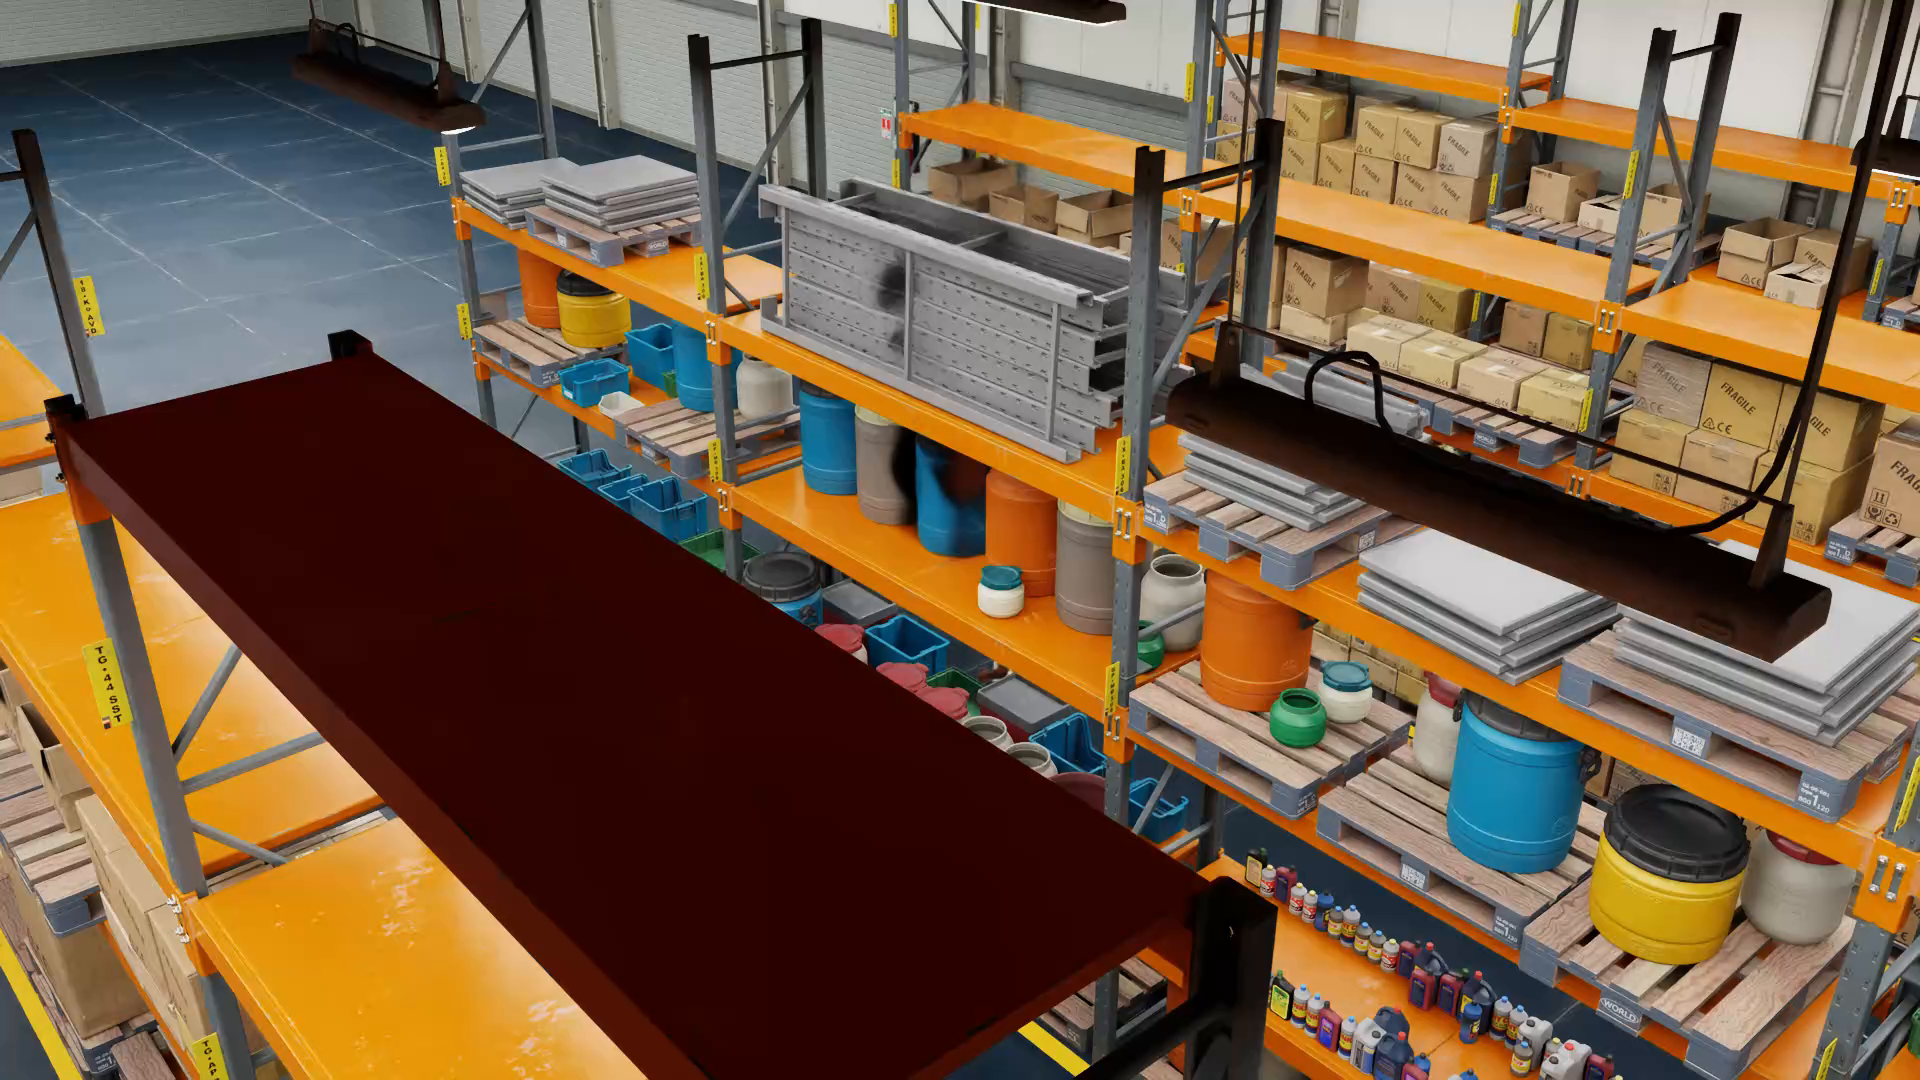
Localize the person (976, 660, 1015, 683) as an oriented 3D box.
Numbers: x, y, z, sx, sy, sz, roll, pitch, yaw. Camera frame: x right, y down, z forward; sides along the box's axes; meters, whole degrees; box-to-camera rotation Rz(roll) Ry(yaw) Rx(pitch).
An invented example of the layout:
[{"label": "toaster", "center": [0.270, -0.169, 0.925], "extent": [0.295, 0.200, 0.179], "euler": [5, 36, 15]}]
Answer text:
[{"label": "person", "center": [0.484, 1.122, 13.467], "extent": [0.606, 1.722, 0.690], "euler": [22, 34, 36]}]

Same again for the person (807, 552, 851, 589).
[{"label": "person", "center": [-1.291, -0.077, 15.966], "extent": [0.559, 1.611, 0.575], "euler": [18, 32, 31]}]

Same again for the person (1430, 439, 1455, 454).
[{"label": "person", "center": [4.580, -0.429, 16.579], "extent": [0.704, 1.721, 0.543], "euler": [16, 31, 28]}]
